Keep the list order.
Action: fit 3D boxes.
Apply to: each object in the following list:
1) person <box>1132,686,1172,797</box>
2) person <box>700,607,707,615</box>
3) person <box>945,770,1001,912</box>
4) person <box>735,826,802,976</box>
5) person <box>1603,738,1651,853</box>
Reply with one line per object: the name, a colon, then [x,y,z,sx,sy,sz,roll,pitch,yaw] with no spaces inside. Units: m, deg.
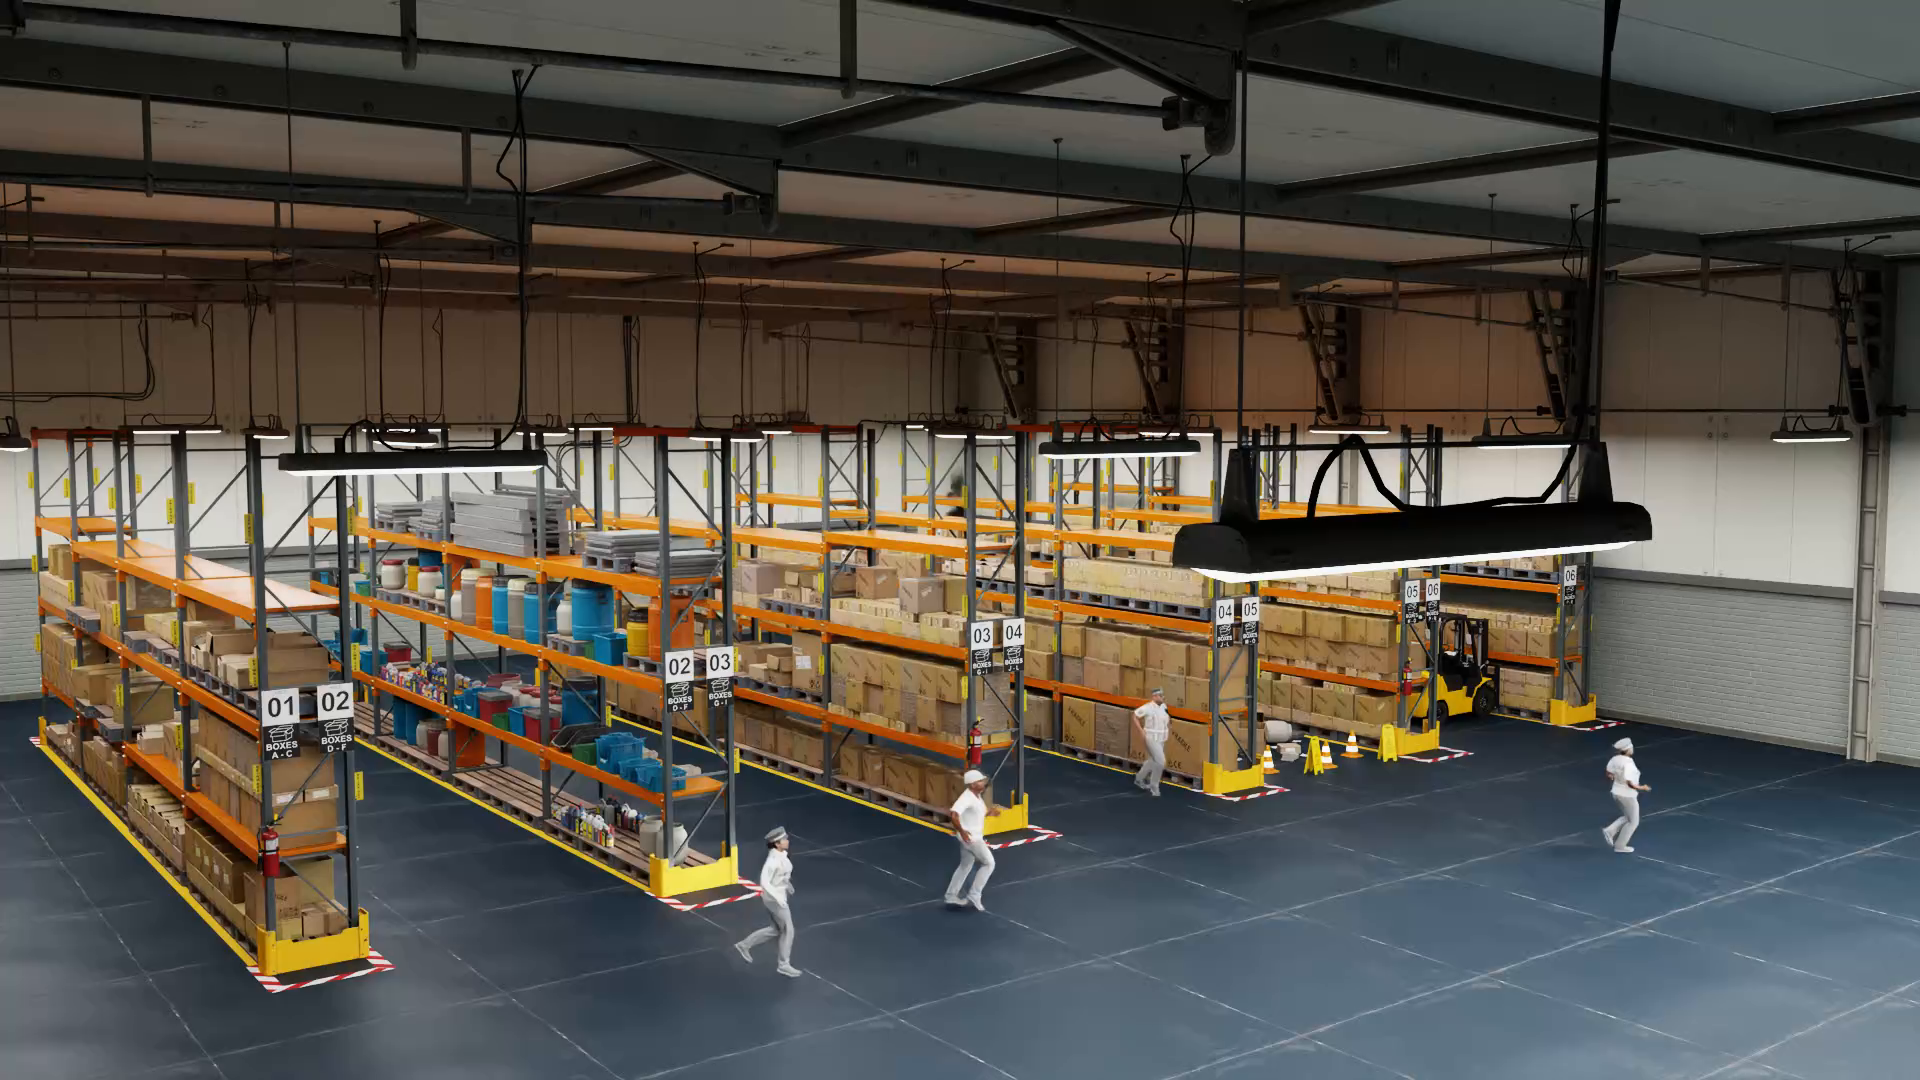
person: [3.203,3.323,27.462,0.735,1.836,0.642,4,6,42]
person: [-6.300,2.304,41.168,0.934,1.618,0.693,-4,6,-44]
person: [0.166,3.810,21.114,0.730,1.809,0.662,0,4,-3]
person: [-2.142,4.036,18.614,0.734,1.699,0.618,0,4,-3]
person: [9.525,3.642,23.752,0.572,1.644,0.571,0,4,-5]
